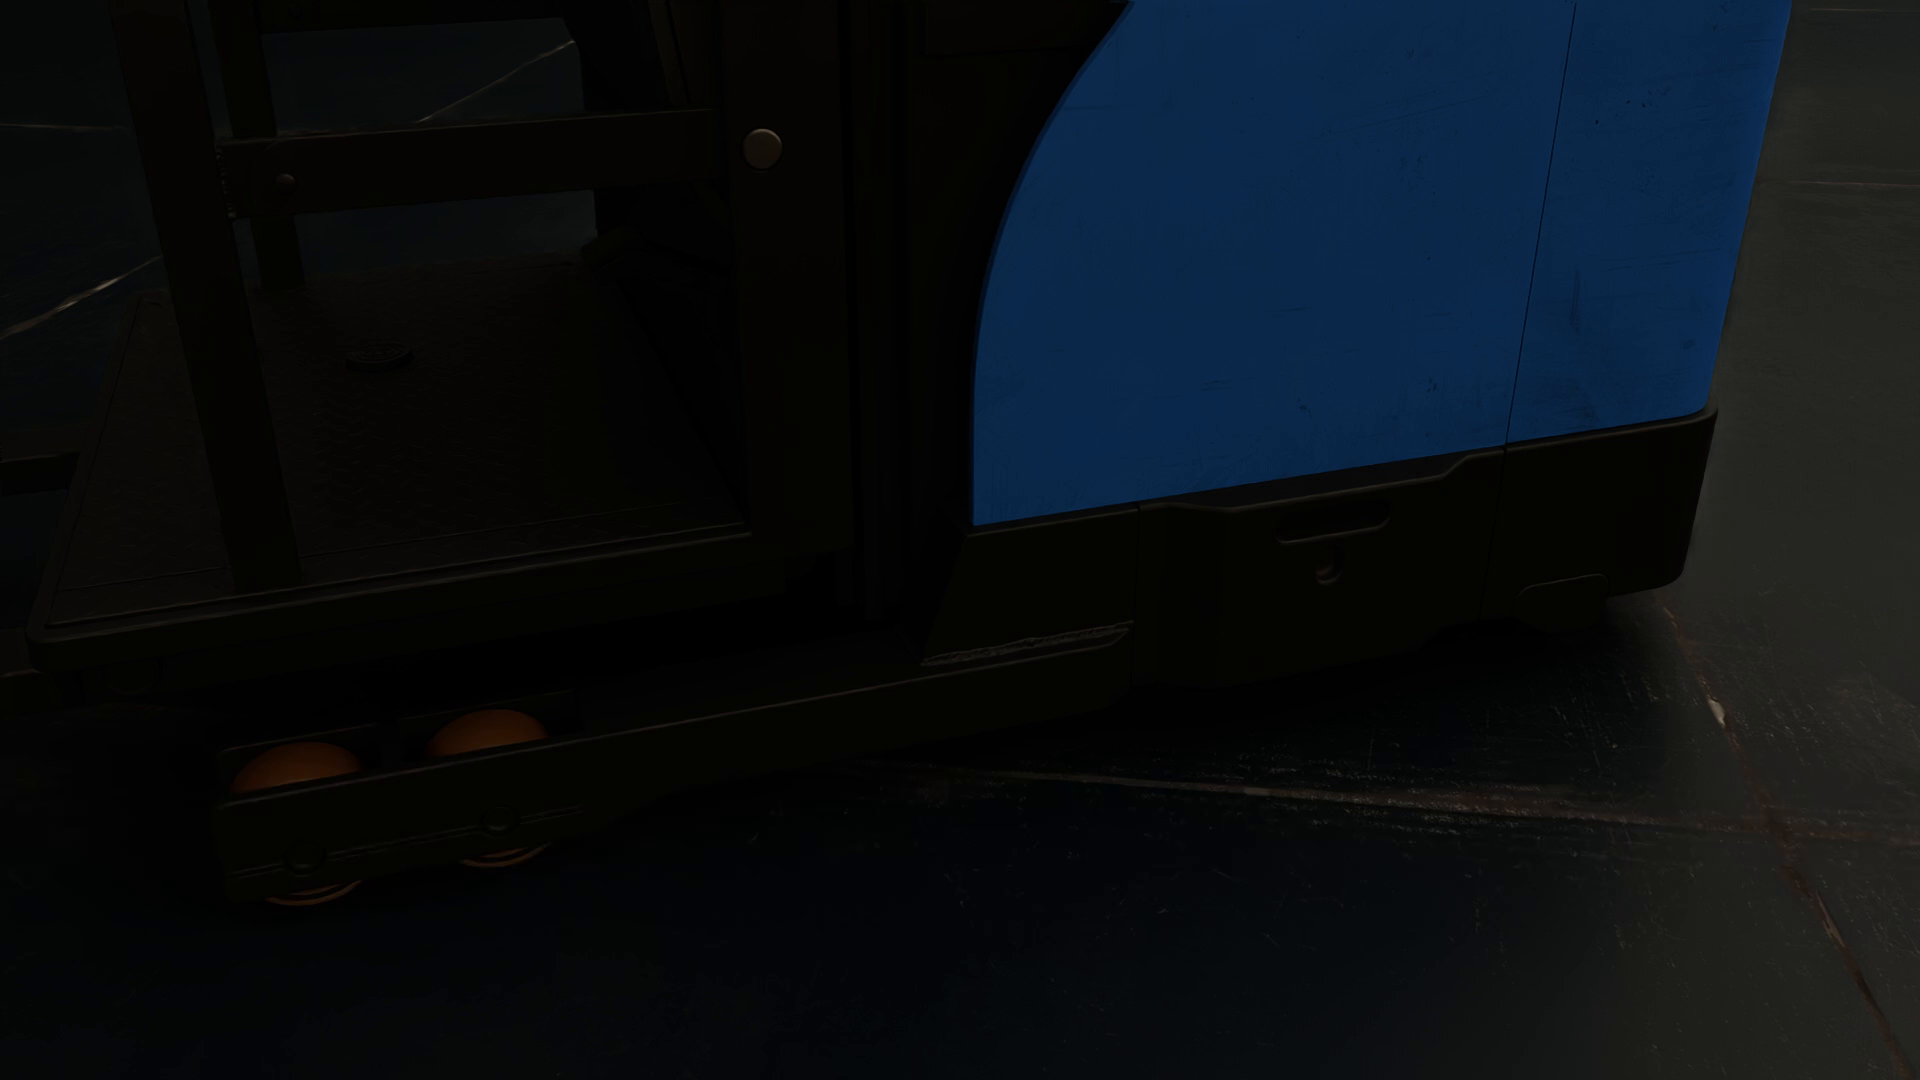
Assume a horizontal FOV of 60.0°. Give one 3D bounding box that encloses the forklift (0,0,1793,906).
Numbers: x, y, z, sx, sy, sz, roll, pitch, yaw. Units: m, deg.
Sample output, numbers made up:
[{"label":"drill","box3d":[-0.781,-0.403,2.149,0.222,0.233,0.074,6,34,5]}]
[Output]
[{"label":"forklift","box3d":[-0.582,-1.196,1.614,3.031,2.935,1.130,-9,28,-17]}]
